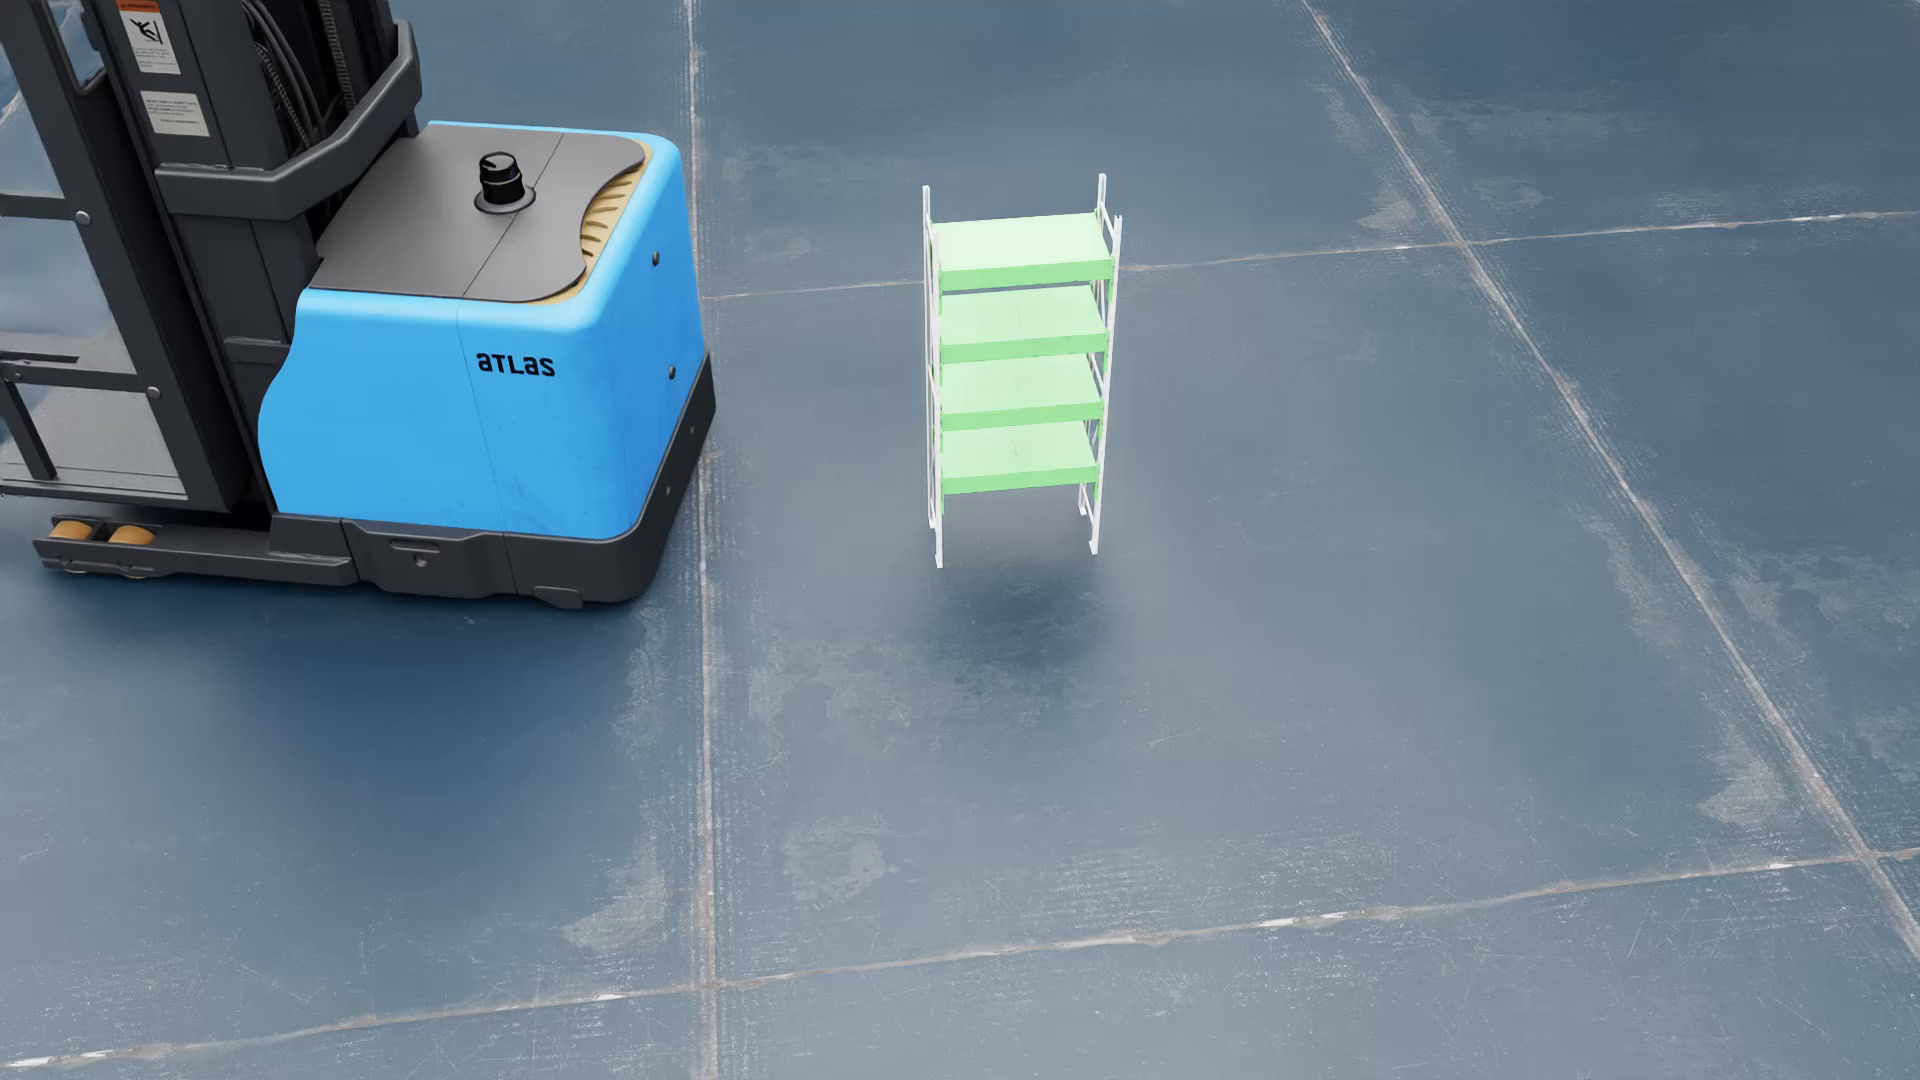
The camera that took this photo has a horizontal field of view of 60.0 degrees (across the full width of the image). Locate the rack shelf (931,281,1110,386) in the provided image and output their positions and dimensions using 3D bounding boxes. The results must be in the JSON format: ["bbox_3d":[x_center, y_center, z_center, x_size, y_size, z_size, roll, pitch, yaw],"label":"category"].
[{"bbox_3d":[0.164,-0.591,4.746,0.480,0.148,0.258,-5,42,-6],"label":"rack shelf"}]

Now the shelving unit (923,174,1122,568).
[{"bbox_3d":[0.164,-0.460,4.864,0.503,1.200,0.258,-5,42,-6],"label":"shelving unit"}]

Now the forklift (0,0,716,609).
[{"bbox_3d":[-2.382,-1.315,4.520,3.031,2.935,1.130,5,42,5],"label":"forklift"}]

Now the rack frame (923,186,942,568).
[{"bbox_3d":[-0.078,-0.439,4.841,0.015,1.200,0.240,-5,42,-6],"label":"rack frame"}]

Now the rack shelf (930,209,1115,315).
[{"bbox_3d":[0.164,-0.769,4.585,0.480,0.148,0.258,-5,42,-6],"label":"rack shelf"}]

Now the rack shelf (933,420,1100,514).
[{"bbox_3d":[0.164,-0.234,5.068,0.480,0.148,0.258,-5,42,-6],"label":"rack shelf"}]

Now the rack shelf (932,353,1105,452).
[{"bbox_3d":[0.164,-0.412,4.907,0.480,0.148,0.258,-5,42,-6],"label":"rack shelf"}]

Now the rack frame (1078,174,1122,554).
[{"bbox_3d":[0.406,-0.481,4.888,0.015,1.200,0.240,-5,42,-6],"label":"rack frame"}]
